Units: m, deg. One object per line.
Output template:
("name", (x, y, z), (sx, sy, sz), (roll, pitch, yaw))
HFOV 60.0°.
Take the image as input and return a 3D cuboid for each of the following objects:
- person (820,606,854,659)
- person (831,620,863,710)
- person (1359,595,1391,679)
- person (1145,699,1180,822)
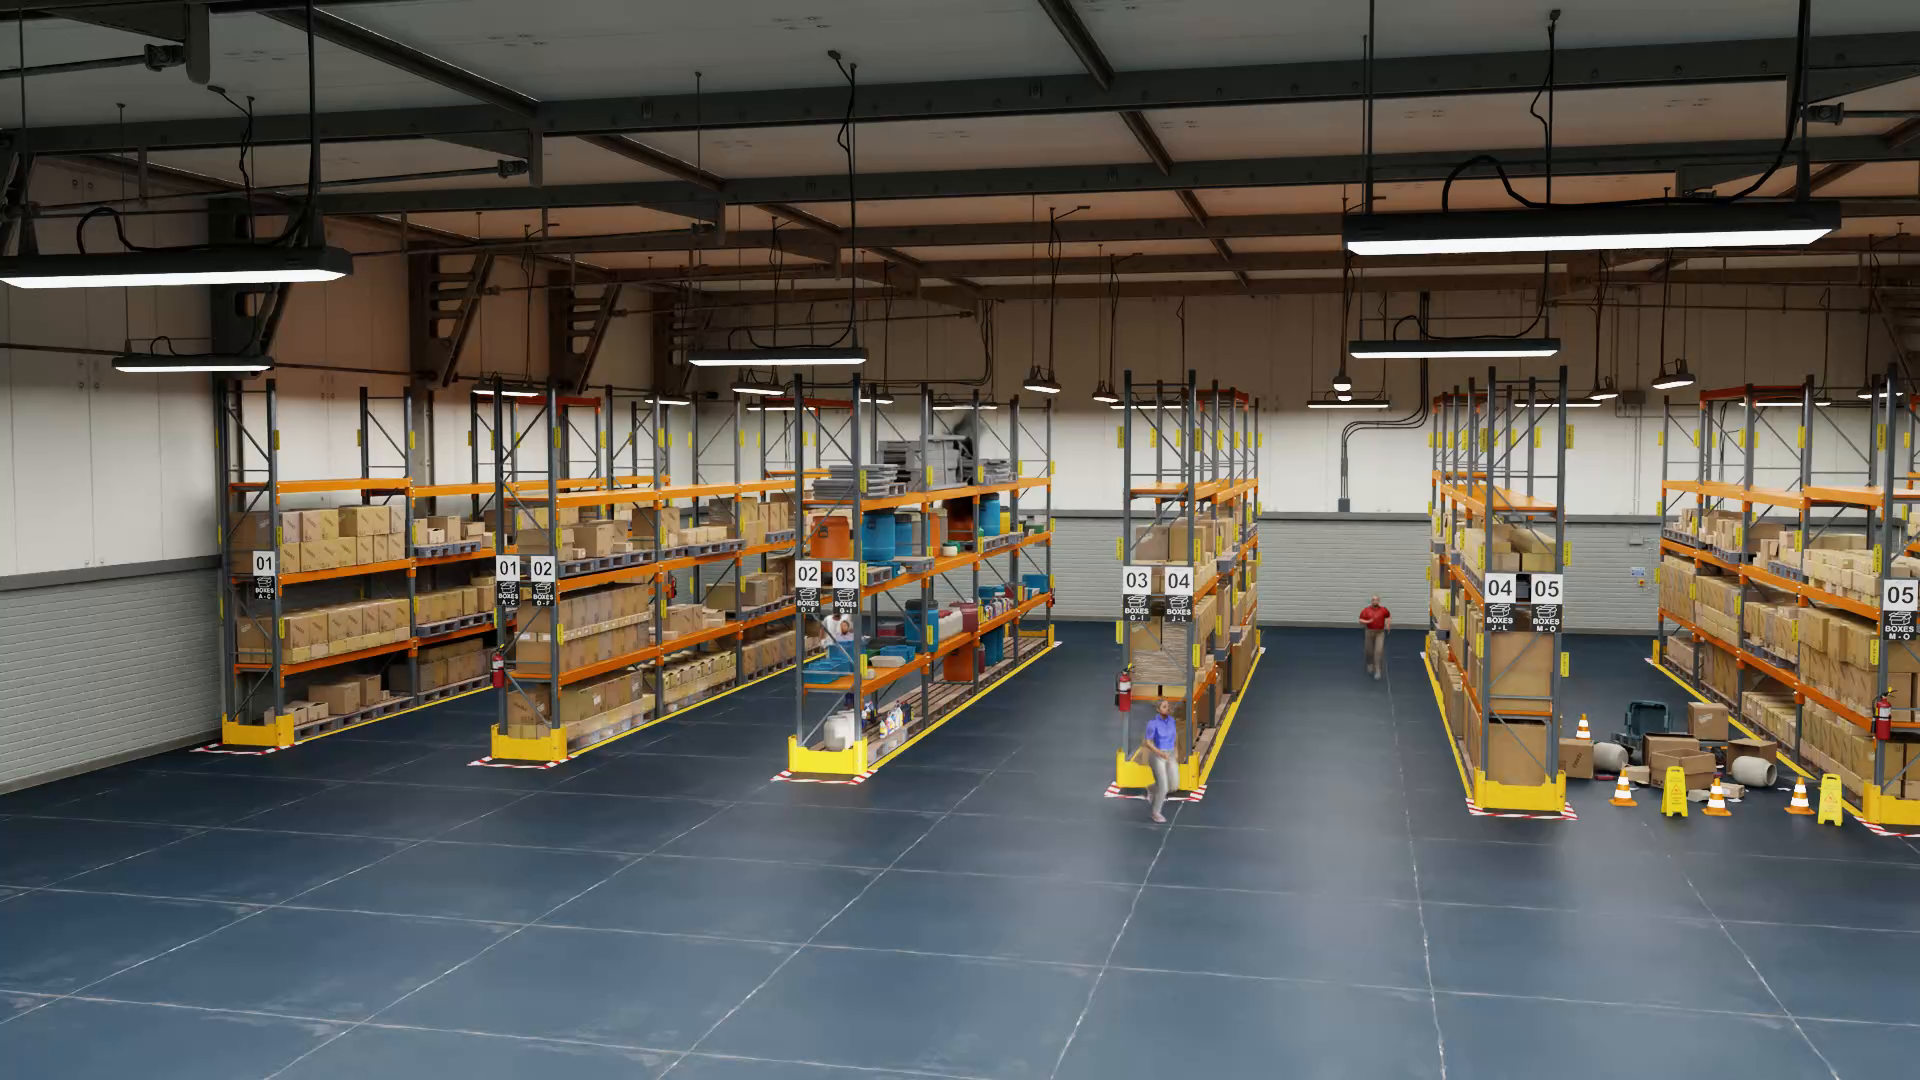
("person", (-2.485, 2.126, 33.504), (0.692, 1.745, 0.593), (0, 3, 4))
("person", (-2.126, 2.339, 30.946), (0.583, 1.707, 0.746), (1, 4, 14))
("person", (8.754, 2.014, 35.086), (0.662, 1.715, 0.987), (1, 4, 15))
("person", (2.668, 2.895, 21.929), (0.597, 1.607, 0.630), (-2, 4, -35))
